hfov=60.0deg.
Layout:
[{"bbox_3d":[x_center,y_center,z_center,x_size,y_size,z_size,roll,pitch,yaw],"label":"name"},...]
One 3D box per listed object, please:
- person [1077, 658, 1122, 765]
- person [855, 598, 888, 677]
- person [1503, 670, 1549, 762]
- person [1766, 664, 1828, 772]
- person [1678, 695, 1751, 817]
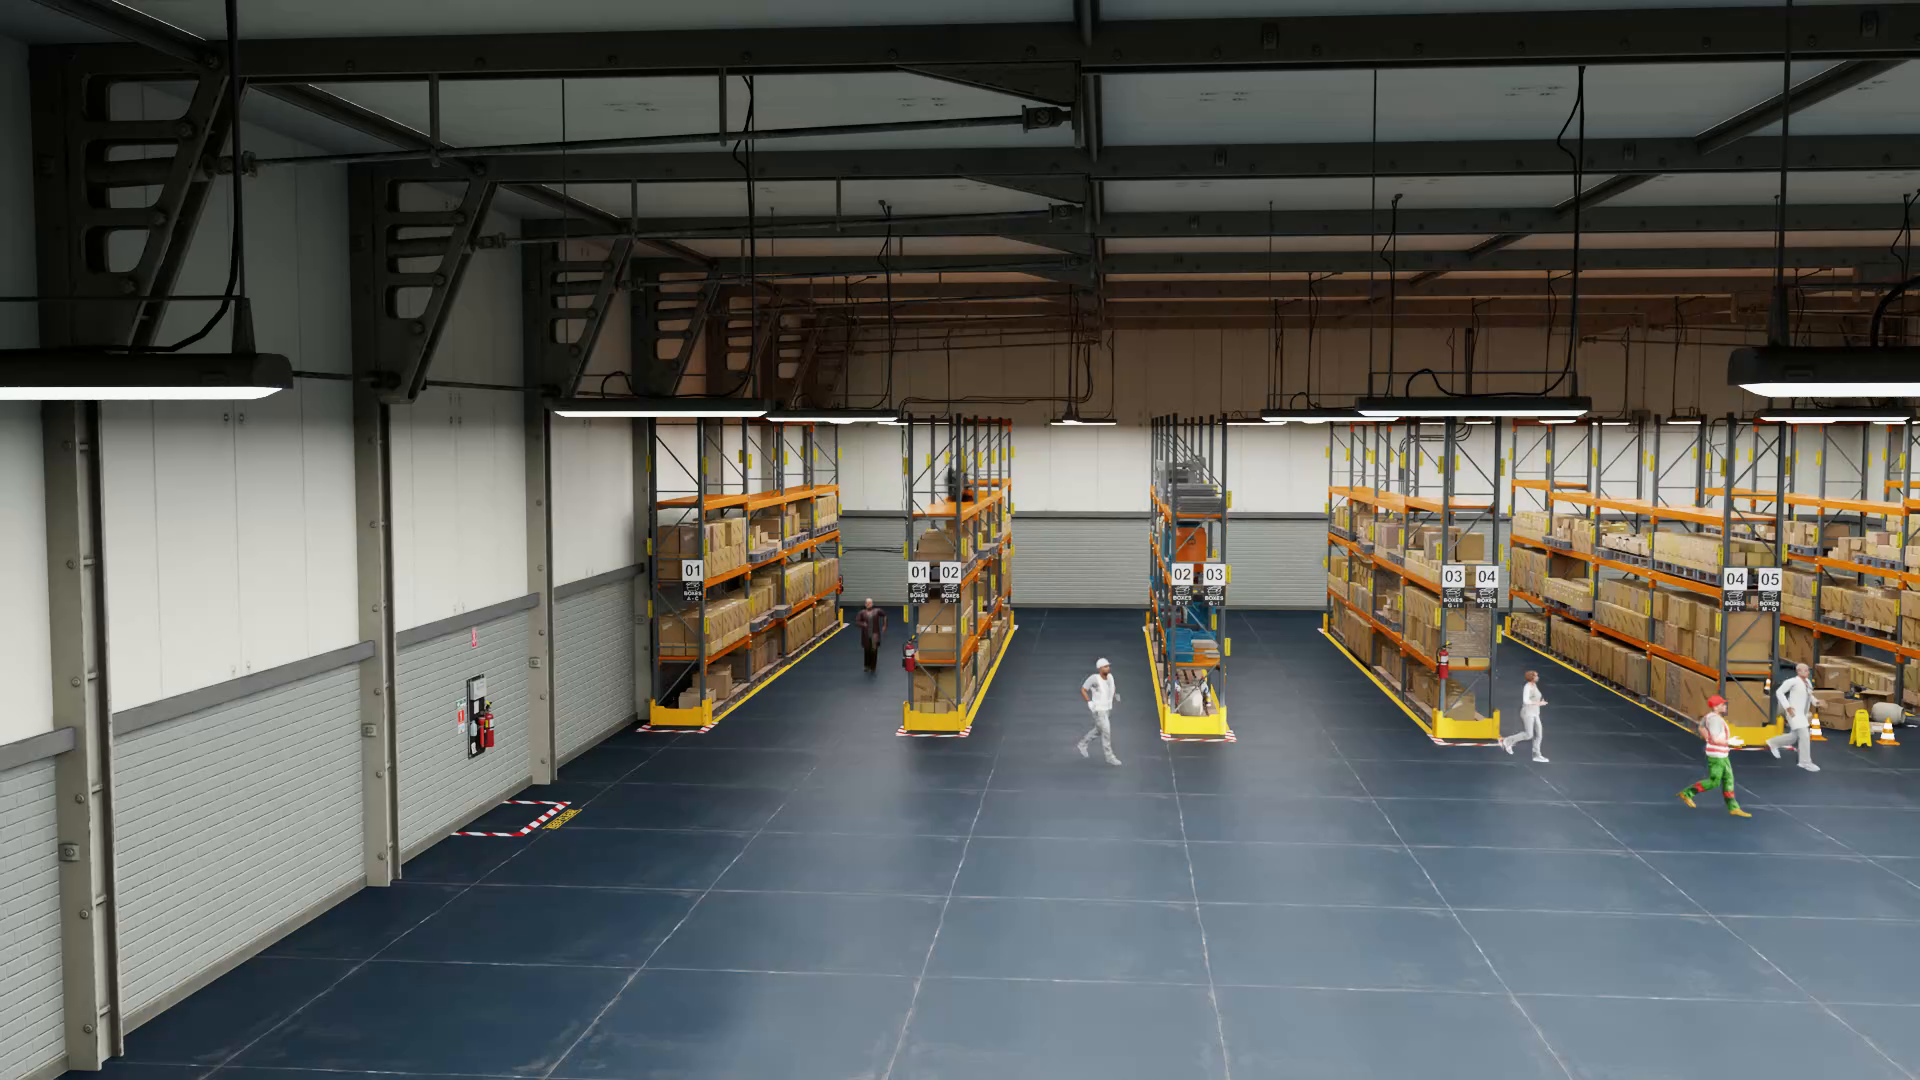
[{"bbox_3d":[2.396,2.890,28.342,0.962,1.776,0.673,3,5,36],"label":"person"},{"bbox_3d":[-2.049,2.252,38.489,0.730,1.826,0.970,0,4,3],"label":"person"},{"bbox_3d":[9.749,3.002,28.560,0.771,1.565,0.543,3,5,37],"label":"person"},{"bbox_3d":[14.082,2.955,28.101,0.687,1.773,1.003,-3,5,-34],"label":"person"},{"bbox_3d":[11.111,3.165,24.432,0.985,1.776,0.654,2,4,26],"label":"person"}]
